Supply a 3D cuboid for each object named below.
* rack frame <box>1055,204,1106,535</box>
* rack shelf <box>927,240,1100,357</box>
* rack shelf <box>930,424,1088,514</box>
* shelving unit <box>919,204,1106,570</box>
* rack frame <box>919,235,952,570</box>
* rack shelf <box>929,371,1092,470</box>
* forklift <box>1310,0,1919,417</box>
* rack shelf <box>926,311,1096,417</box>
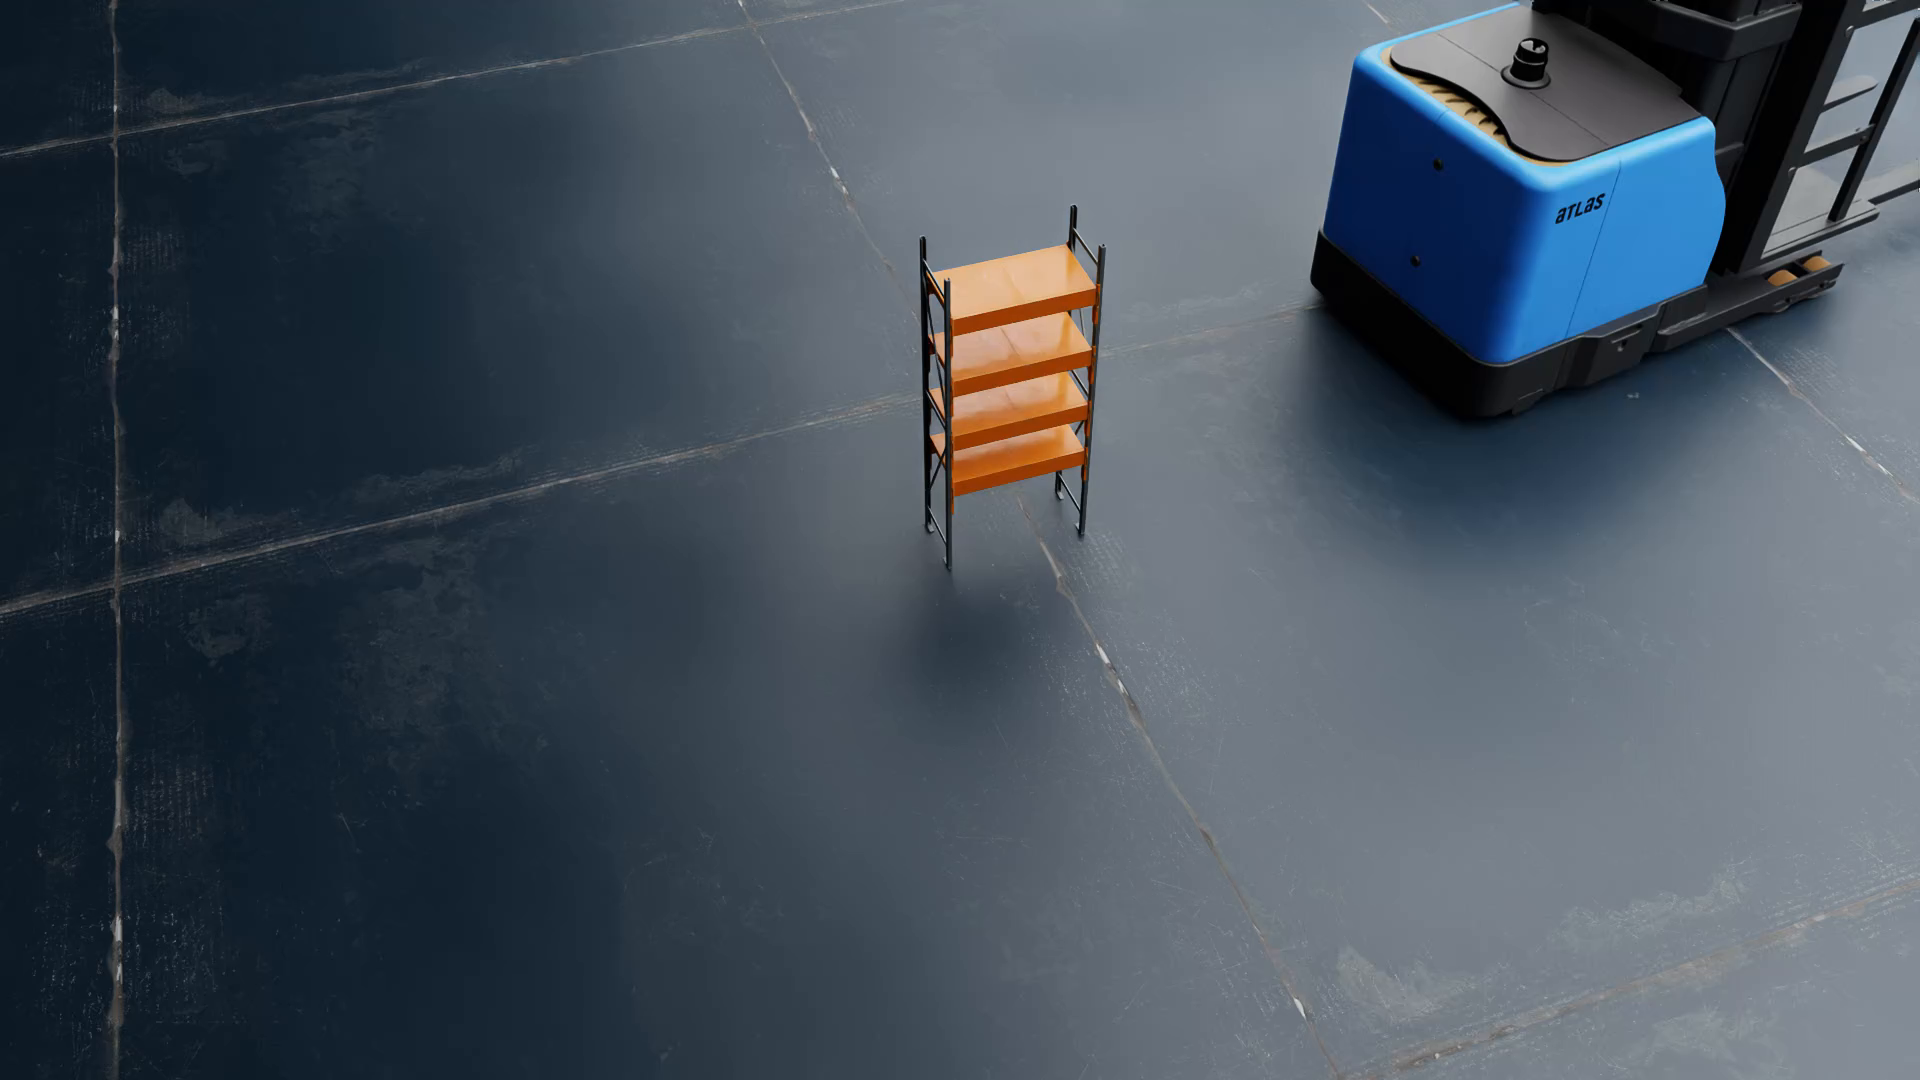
[{"bbox_3d":[0.385,-0.522,5.423,0.015,1.200,0.240,-14,47,-14],"label":"rack frame"},{"bbox_3d":[0.156,-0.741,5.086,0.480,0.148,0.258,-14,47,-14],"label":"rack shelf"},{"bbox_3d":[0.156,-0.276,5.553,0.480,0.148,0.258,-14,47,-14],"label":"rack shelf"},{"bbox_3d":[0.156,-0.463,5.365,0.503,1.200,0.258,-14,47,-14],"label":"shelving unit"},{"bbox_3d":[-0.074,-0.405,5.306,0.015,1.200,0.240,-14,47,-14],"label":"rack frame"},{"bbox_3d":[0.156,-0.416,5.412,0.480,0.148,0.258,-14,47,-14],"label":"rack shelf"},{"bbox_3d":[2.950,-2.251,5.924,3.031,2.935,1.130,-21,49,-20],"label":"forklift"},{"bbox_3d":[0.156,-0.574,5.254,0.480,0.148,0.258,-14,47,-14],"label":"rack shelf"}]
